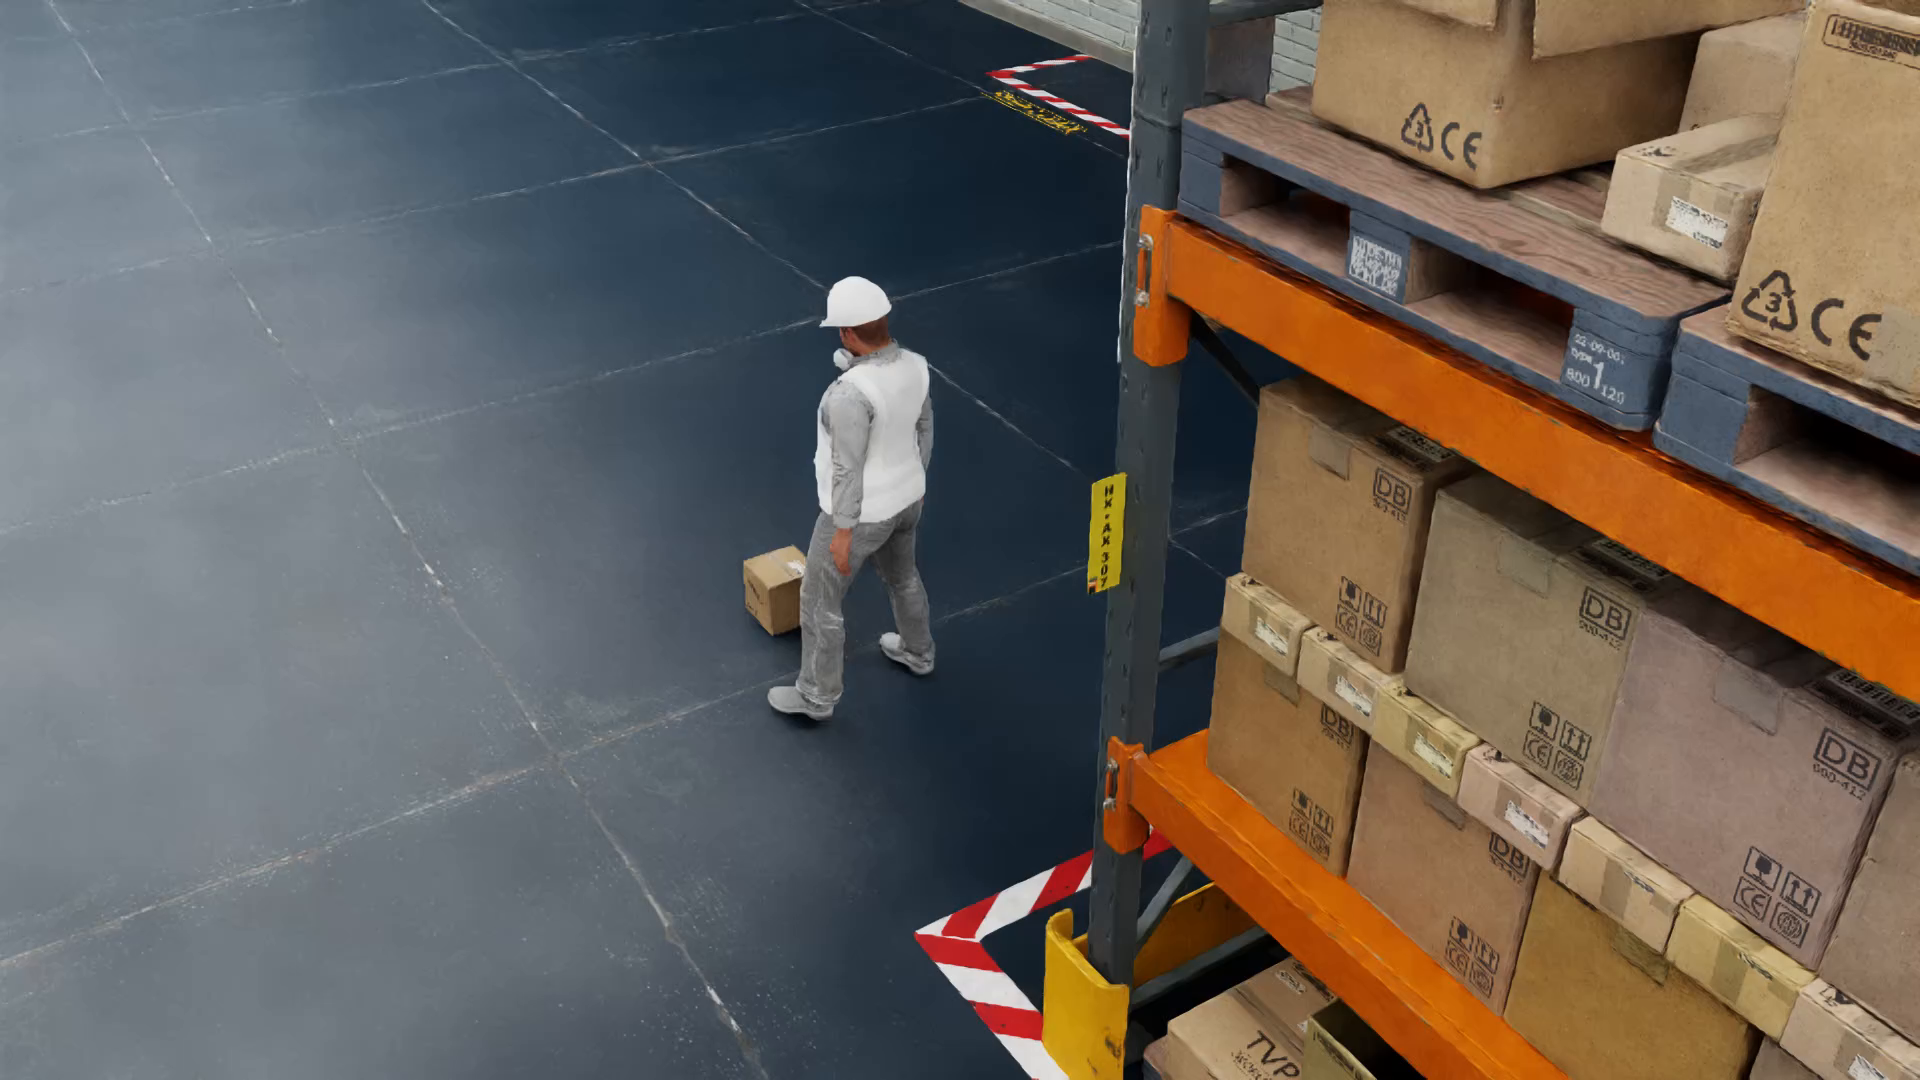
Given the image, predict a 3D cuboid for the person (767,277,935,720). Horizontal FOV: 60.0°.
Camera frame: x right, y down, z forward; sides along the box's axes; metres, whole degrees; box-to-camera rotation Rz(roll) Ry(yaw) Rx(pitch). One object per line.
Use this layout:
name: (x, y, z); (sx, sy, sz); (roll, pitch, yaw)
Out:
person: (-0.407, -0.152, 6.320); (0.474, 1.763, 0.689); (21, 38, 29)
